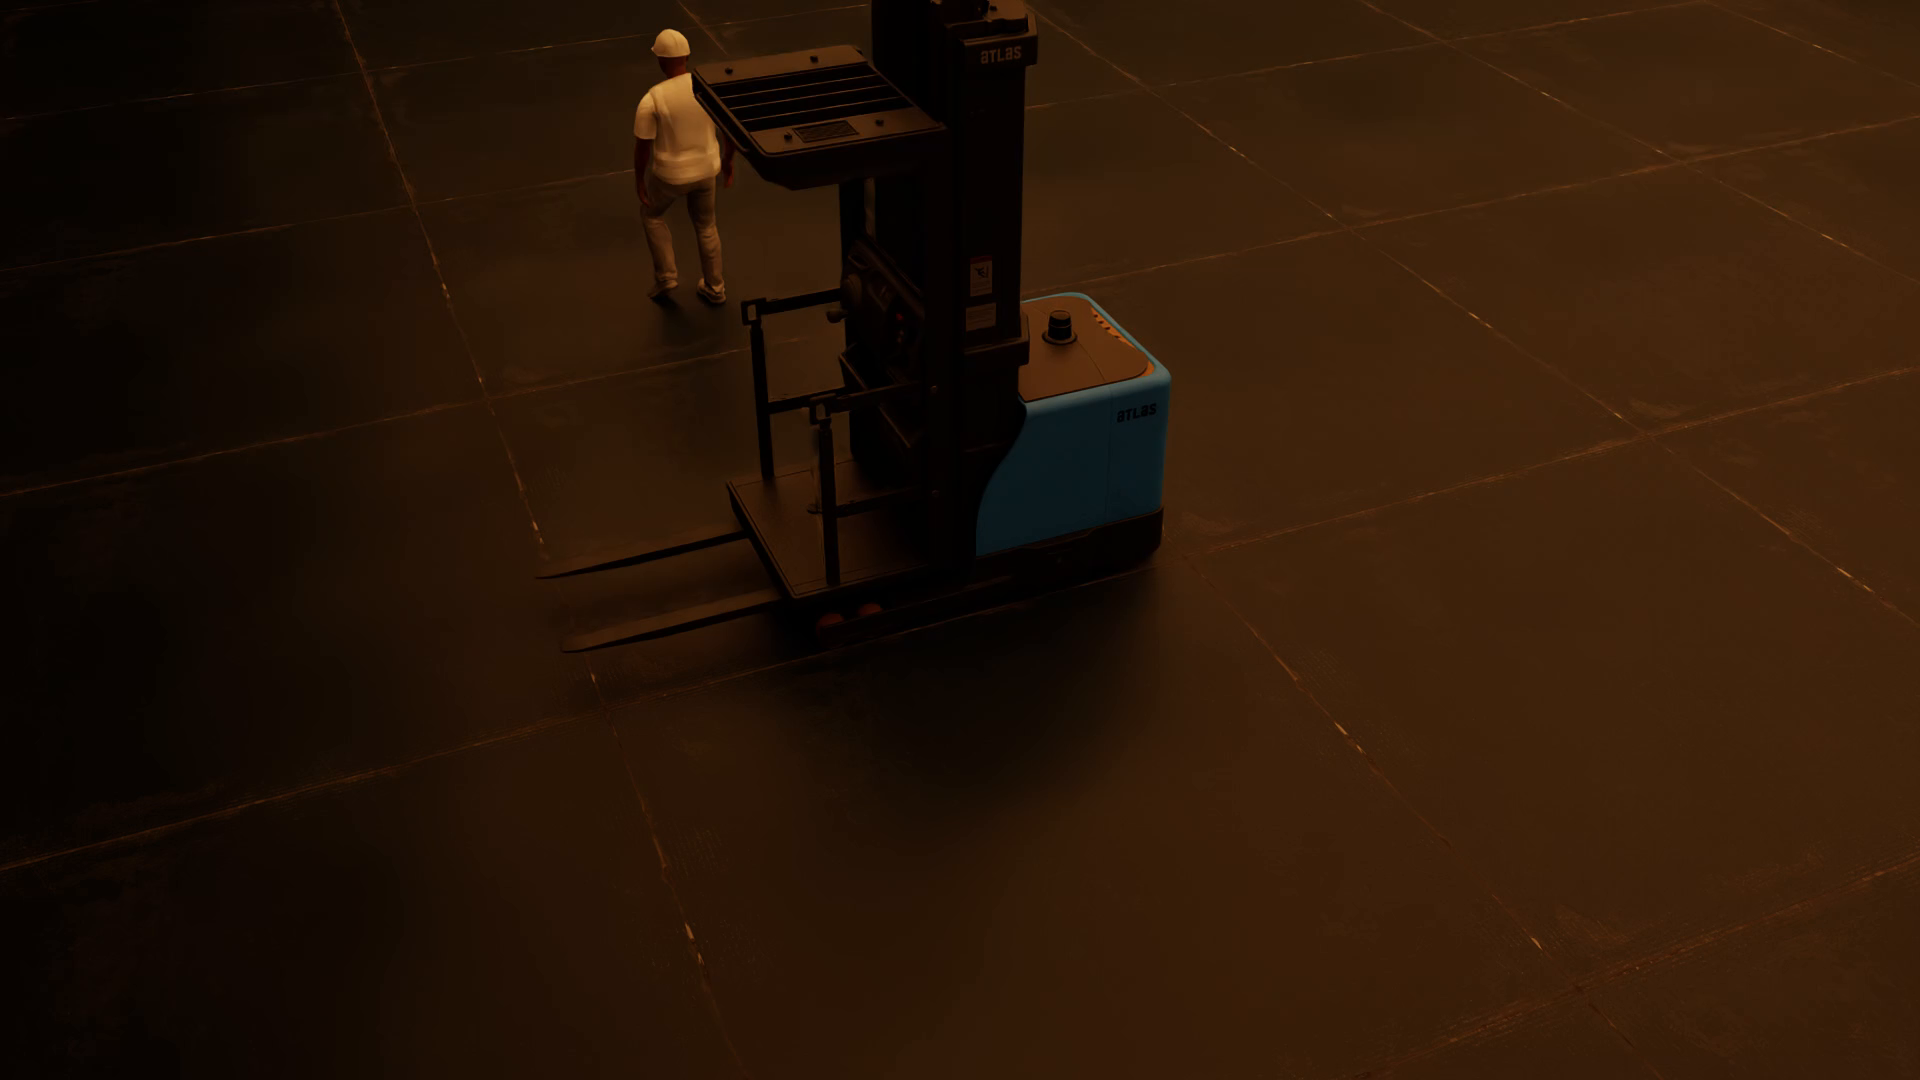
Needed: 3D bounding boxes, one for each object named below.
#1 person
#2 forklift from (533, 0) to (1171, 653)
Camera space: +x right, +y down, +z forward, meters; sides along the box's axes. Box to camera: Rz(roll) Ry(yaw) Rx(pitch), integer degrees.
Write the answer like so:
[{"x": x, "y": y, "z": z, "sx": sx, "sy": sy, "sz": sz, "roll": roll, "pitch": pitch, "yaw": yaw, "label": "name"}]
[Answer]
[{"x": -1.735, "y": -2.309, "z": 10.407, "sx": 0.677, "sy": 1.786, "sz": 0.496, "roll": -19, "pitch": 40, "yaw": -25, "label": "person"}, {"x": -0.542, "y": -1.029, "z": 7.545, "sx": 3.031, "sy": 2.935, "sz": 1.130, "roll": -14, "pitch": 38, "yaw": -19, "label": "forklift"}]
